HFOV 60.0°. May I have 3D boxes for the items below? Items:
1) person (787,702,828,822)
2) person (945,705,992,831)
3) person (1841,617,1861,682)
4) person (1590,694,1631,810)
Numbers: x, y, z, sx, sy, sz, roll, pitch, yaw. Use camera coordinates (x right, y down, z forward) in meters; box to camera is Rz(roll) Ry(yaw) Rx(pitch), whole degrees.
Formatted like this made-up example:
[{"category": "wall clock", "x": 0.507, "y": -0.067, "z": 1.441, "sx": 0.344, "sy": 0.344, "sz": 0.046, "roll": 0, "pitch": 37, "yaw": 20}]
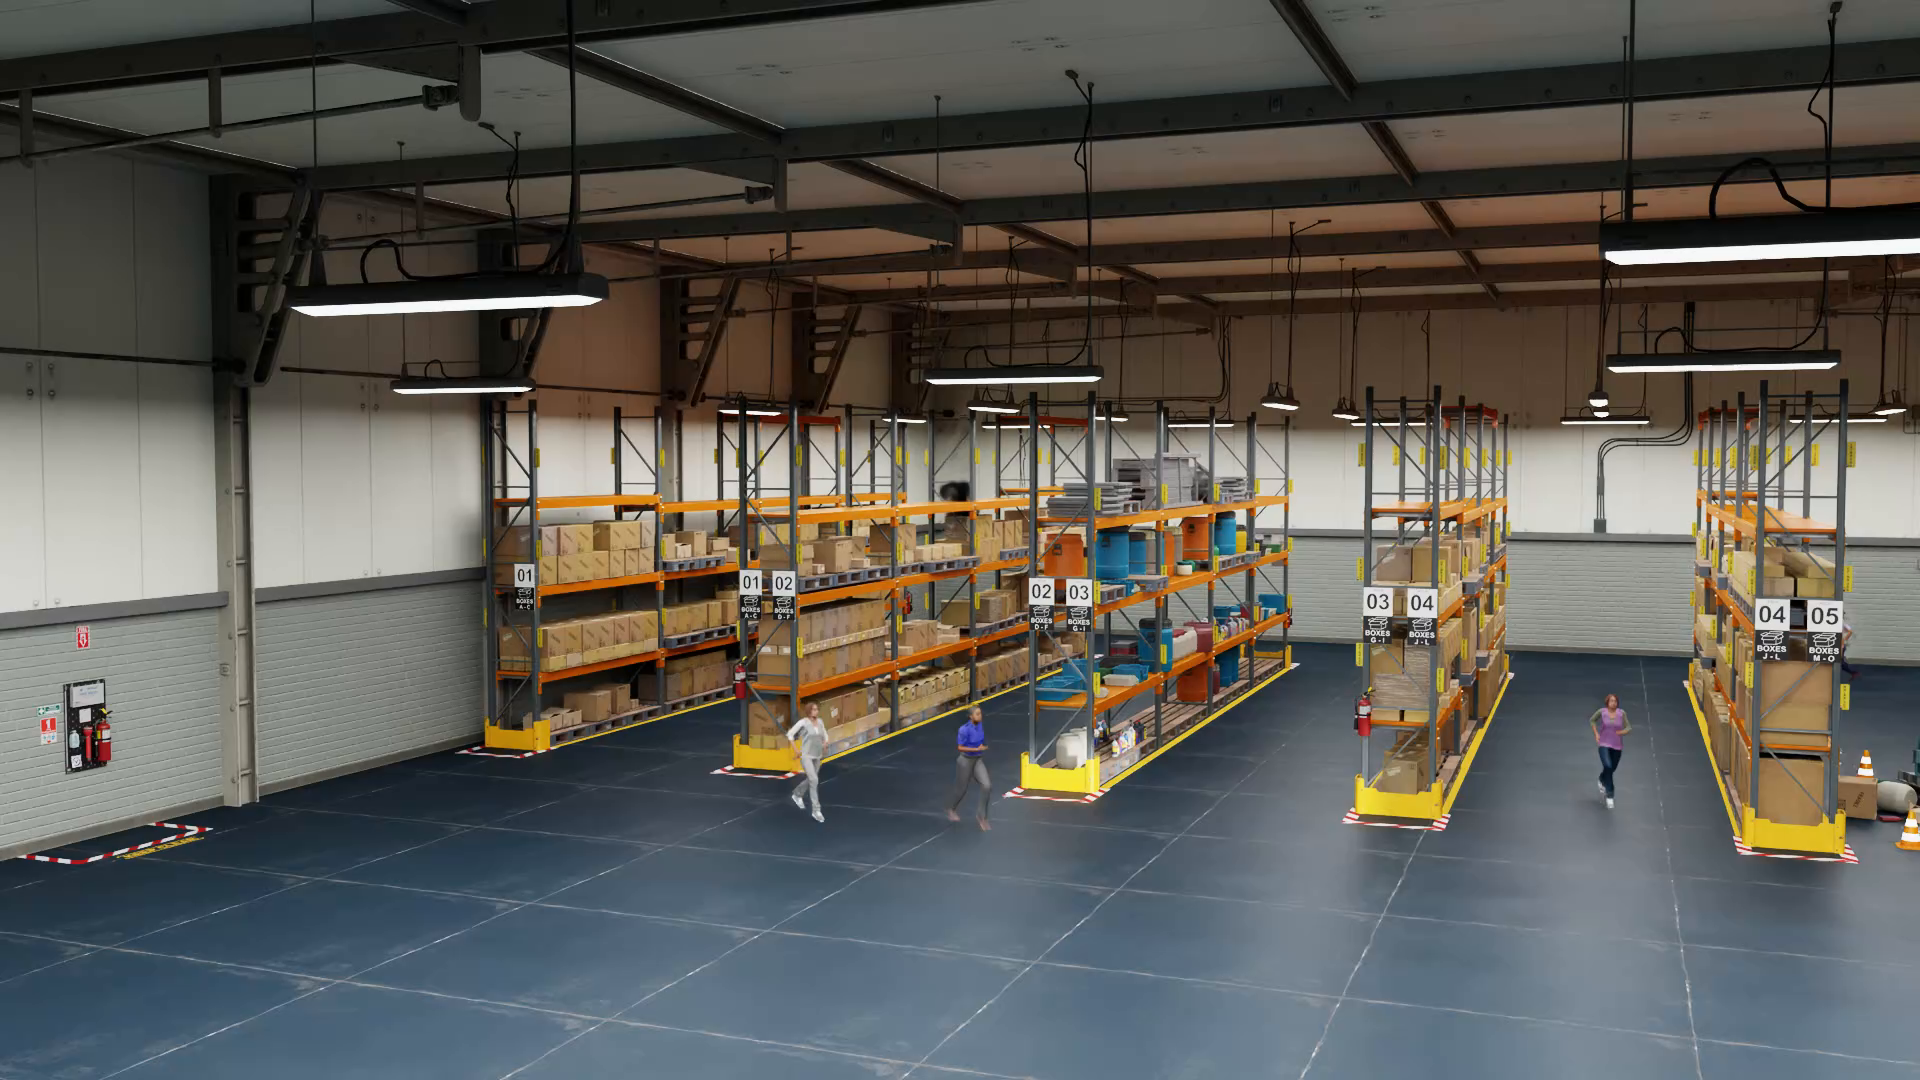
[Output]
[{"category": "person", "x": -2.102, "y": 3.065, "z": 23.219, "sx": 0.557, "sy": 1.601, "sz": 0.802, "roll": -3, "pitch": 4, "yaw": -44}, {"category": "person", "x": 0.109, "y": 3.075, "z": 22.568, "sx": 0.846, "sy": 1.697, "sz": 0.599, "roll": 3, "pitch": 4, "yaw": 45}, {"category": "person", "x": 19.288, "y": 2.372, "z": 36.515, "sx": 0.935, "sy": 1.654, "sz": 0.623, "roll": 1, "pitch": 3, "yaw": 18}, {"category": "person", "x": 9.427, "y": 3.025, "z": 24.094, "sx": 0.506, "sy": 1.632, "sz": 0.914, "roll": 0, "pitch": 3, "yaw": 3}]
